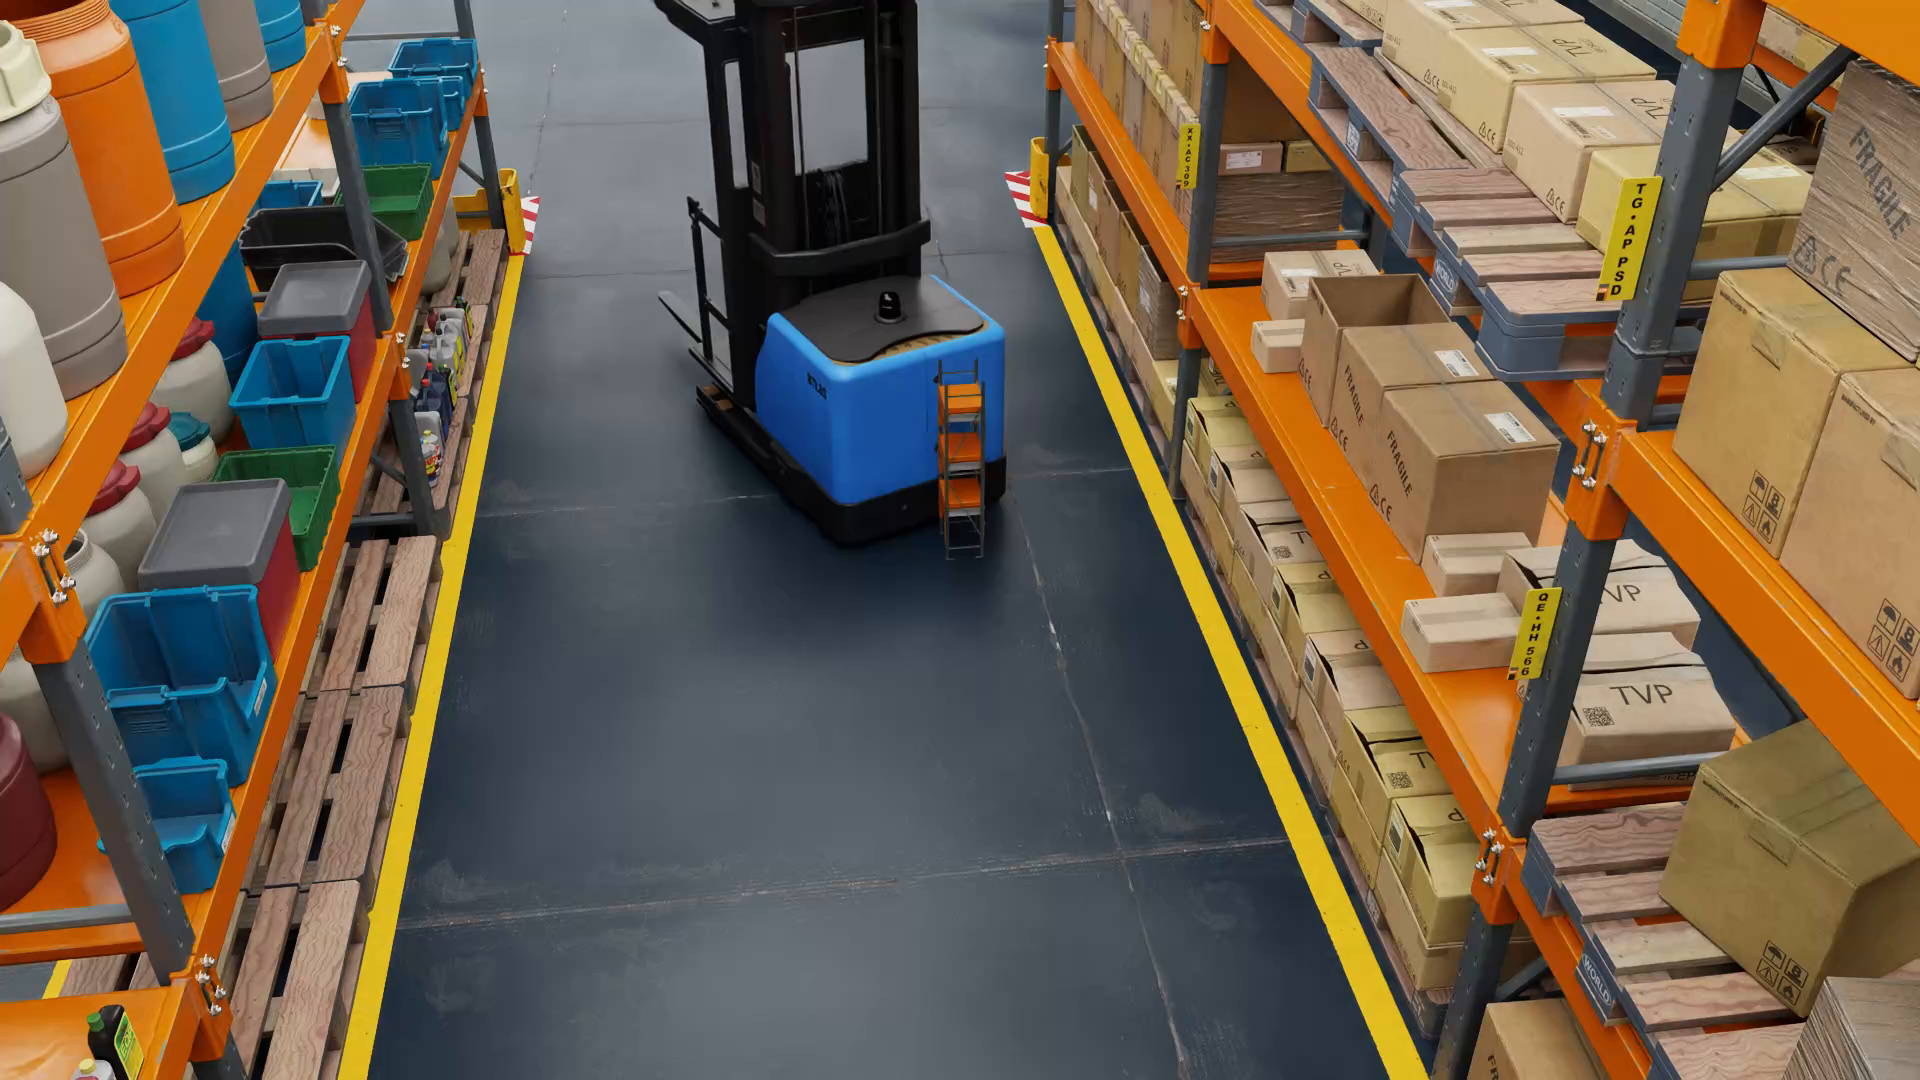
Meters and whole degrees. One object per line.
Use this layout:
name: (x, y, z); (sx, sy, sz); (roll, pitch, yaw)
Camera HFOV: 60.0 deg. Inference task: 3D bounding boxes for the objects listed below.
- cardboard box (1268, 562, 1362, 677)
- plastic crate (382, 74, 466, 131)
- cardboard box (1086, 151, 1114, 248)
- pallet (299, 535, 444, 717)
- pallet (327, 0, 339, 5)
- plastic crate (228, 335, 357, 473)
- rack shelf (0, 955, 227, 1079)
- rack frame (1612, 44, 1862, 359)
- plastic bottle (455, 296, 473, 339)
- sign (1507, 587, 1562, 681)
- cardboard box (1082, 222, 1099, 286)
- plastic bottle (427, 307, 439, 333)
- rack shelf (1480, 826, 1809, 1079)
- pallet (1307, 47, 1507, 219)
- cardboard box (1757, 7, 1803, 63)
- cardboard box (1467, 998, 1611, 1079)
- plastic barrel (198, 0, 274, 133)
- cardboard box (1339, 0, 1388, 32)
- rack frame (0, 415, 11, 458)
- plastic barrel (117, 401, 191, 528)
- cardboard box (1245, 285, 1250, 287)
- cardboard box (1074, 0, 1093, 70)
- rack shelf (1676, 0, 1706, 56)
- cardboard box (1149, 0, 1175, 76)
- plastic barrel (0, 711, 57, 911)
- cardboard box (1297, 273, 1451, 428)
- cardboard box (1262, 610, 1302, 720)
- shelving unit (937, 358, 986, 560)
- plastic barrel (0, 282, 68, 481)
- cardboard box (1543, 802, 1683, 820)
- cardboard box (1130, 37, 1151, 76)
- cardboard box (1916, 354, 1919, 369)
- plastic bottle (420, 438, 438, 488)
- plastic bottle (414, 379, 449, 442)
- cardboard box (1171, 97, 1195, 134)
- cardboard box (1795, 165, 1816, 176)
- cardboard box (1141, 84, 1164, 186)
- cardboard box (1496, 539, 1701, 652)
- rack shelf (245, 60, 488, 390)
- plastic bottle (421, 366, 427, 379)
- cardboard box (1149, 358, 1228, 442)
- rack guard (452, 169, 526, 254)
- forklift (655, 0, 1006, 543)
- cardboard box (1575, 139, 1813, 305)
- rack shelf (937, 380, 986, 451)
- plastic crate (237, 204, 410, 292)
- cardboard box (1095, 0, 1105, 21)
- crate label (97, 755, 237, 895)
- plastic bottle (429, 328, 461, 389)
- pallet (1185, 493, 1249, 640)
cardboard box: (1.681, 0.314, 7.326); (0.500, 0.311, 0.500); (-3, 34, -5)
plastic crate: (-3.337, -2.703, 10.313); (0.499, 0.251, 0.408); (-4, 35, -6)
cardboard box: (1.127, -2.231, 10.891); (0.500, 0.500, 0.500); (-4, 35, -6)
pallet: (-3.101, 0.436, 8.051); (1.003, 0.211, 1.213); (-4, 35, -6)
pallet: (-3.439, -2.708, 7.693); (1.213, 0.211, 1.003); (-4, 35, -6)
plastic crate: (-2.788, -0.553, 7.041); (0.392, 0.384, 0.575); (-4, 35, -6)
rack shelf: (-2.438, 2.494, 3.194); (1.077, 0.370, 4.000); (-4, 35, -6)
rack frame: (2.202, -1.771, 3.487); (1.000, 3.000, 0.127); (-4, 35, -6)
plastic bottle: (-3.068, -1.387, 10.272); (0.061, 0.283, 0.133); (-4, 34, -5)
sign: (1.652, 0.273, 4.786); (0.100, 0.325, 0.005); (-4, 35, -6)
cardboard box: (1.115, -1.920, 11.101); (0.500, 0.250, 0.500); (-4, 35, -6)
plastic bottle: (-3.200, -1.300, 10.144); (0.061, 0.283, 0.133); (-4, 35, -6)
rack shelf: (2.471, 2.121, 3.742); (1.077, 0.370, 4.000); (-4, 35, -6)
pallet: (1.869, -1.450, 5.846); (1.003, 0.211, 1.213); (-3, 34, -4)
cardboard box: (5.869, -3.495, 11.459); (0.500, 0.250, 0.500); (-5, 35, -8)
cardboard box: (1.980, 1.834, 5.352); (0.500, 0.500, 0.500); (-3, 34, -4)
plastic barrel: (-2.873, -1.966, 5.991); (0.600, 0.901, 0.600); (0, 34, 0)
cardboard box: (1.814, -2.225, 6.576); (0.500, 0.250, 0.500); (-8, 35, -11)
rack frame: (-2.707, -1.398, 2.940); (1.000, 3.000, 0.127); (-4, 35, -6)
plastic barrel: (-3.235, -0.248, 6.458); (0.433, 0.535, 0.433); (0, 34, 0)
cardboard box: (1.837, -1.433, 9.720); (0.500, 0.500, 0.500); (-4, 35, -6)
cardboard box: (1.176, -3.537, 11.316); (0.700, 0.500, 0.500); (-4, 35, -6)
rack shelf: (1.933, -2.425, 5.440); (1.077, 0.370, 4.000); (-4, 35, -6)
cardboard box: (1.462, -2.911, 9.245); (0.700, 0.500, 0.500); (-4, 35, -6)
plastic barrel: (-3.070, 0.788, 4.937); (0.600, 0.536, 0.708); (-4, 35, -6)
cardboard box: (1.822, -0.842, 7.362); (0.500, 0.500, 0.500); (-2, 34, -3)
cardboard box: (1.680, 0.540, 7.491); (0.500, 0.250, 0.500); (-4, 34, -5)
shelving unit: (0.007, -0.404, 8.539); (0.215, 1.050, 0.252); (-4, 35, -6)
plastic barrel: (-2.445, -0.402, 4.042); (0.421, 0.512, 0.421); (0, 34, 0)
cardboard box: (2.423, 1.124, 6.136); (0.500, 0.311, 0.500); (-3, 34, -5)
cardboard box: (1.207, -2.826, 9.697); (0.380, 0.149, 0.250); (-3, 34, -5)
cardboard box: (2.323, -0.458, 3.247); (0.500, 0.500, 0.500); (-4, 35, -6)
plastic bottle: (-2.853, -0.417, 8.859); (0.097, 0.271, 0.097); (0, 34, 0)
plastic bottle: (-2.942, -0.721, 9.234); (0.144, 0.351, 0.185); (-3, 34, -5)
cardboard box: (1.346, -2.254, 8.857); (0.380, 0.149, 0.250); (-5, 35, -8)
cardboard box: (6.115, -2.494, 11.871); (0.500, 0.311, 0.500); (-2, 34, -2)
cardboard box: (1.457, -2.387, 9.629); (0.700, 0.500, 0.500); (-4, 34, -6)
cardboard box: (2.274, 0.231, 5.956); (0.500, 0.311, 0.500); (-5, 35, -7)
rack shelf: (-3.514, -1.970, 9.745); (1.077, 0.370, 4.000); (-4, 35, -6)
plastic bottle: (-3.024, -0.872, 9.527); (0.097, 0.271, 0.097); (0, 34, 0)
cardboard box: (1.385, -0.804, 9.464); (0.500, 0.250, 0.500); (-4, 35, -6)
rack guard: (-3.726, -2.312, 11.827); (1.175, 0.500, 0.348); (-4, 35, -6)
forklift: (-0.923, -1.997, 9.207); (1.130, 2.935, 3.031); (-18, 38, -24)
cardboard box: (2.085, -0.892, 4.621); (0.500, 0.250, 0.500); (-7, 35, -10)
rack shelf: (0.007, -0.630, 8.385); (0.215, 0.259, 0.240); (-4, 35, -6)
plastic crate: (-3.189, -1.428, 8.365); (0.767, 0.338, 0.504); (-4, 35, -6)
cardboard box: (1.068, -3.403, 10.544); (0.380, 0.149, 0.250); (-5, 35, -7)
crate label: (-2.392, 0.886, 5.063); (0.303, 0.233, 0.416); (-4, 35, -6)
plastic bottle: (-3.025, -1.063, 9.737); (0.144, 0.351, 0.185); (-5, 35, -7)
pallet: (1.802, 0.036, 8.638); (1.003, 0.211, 1.213); (-4, 35, -6)
